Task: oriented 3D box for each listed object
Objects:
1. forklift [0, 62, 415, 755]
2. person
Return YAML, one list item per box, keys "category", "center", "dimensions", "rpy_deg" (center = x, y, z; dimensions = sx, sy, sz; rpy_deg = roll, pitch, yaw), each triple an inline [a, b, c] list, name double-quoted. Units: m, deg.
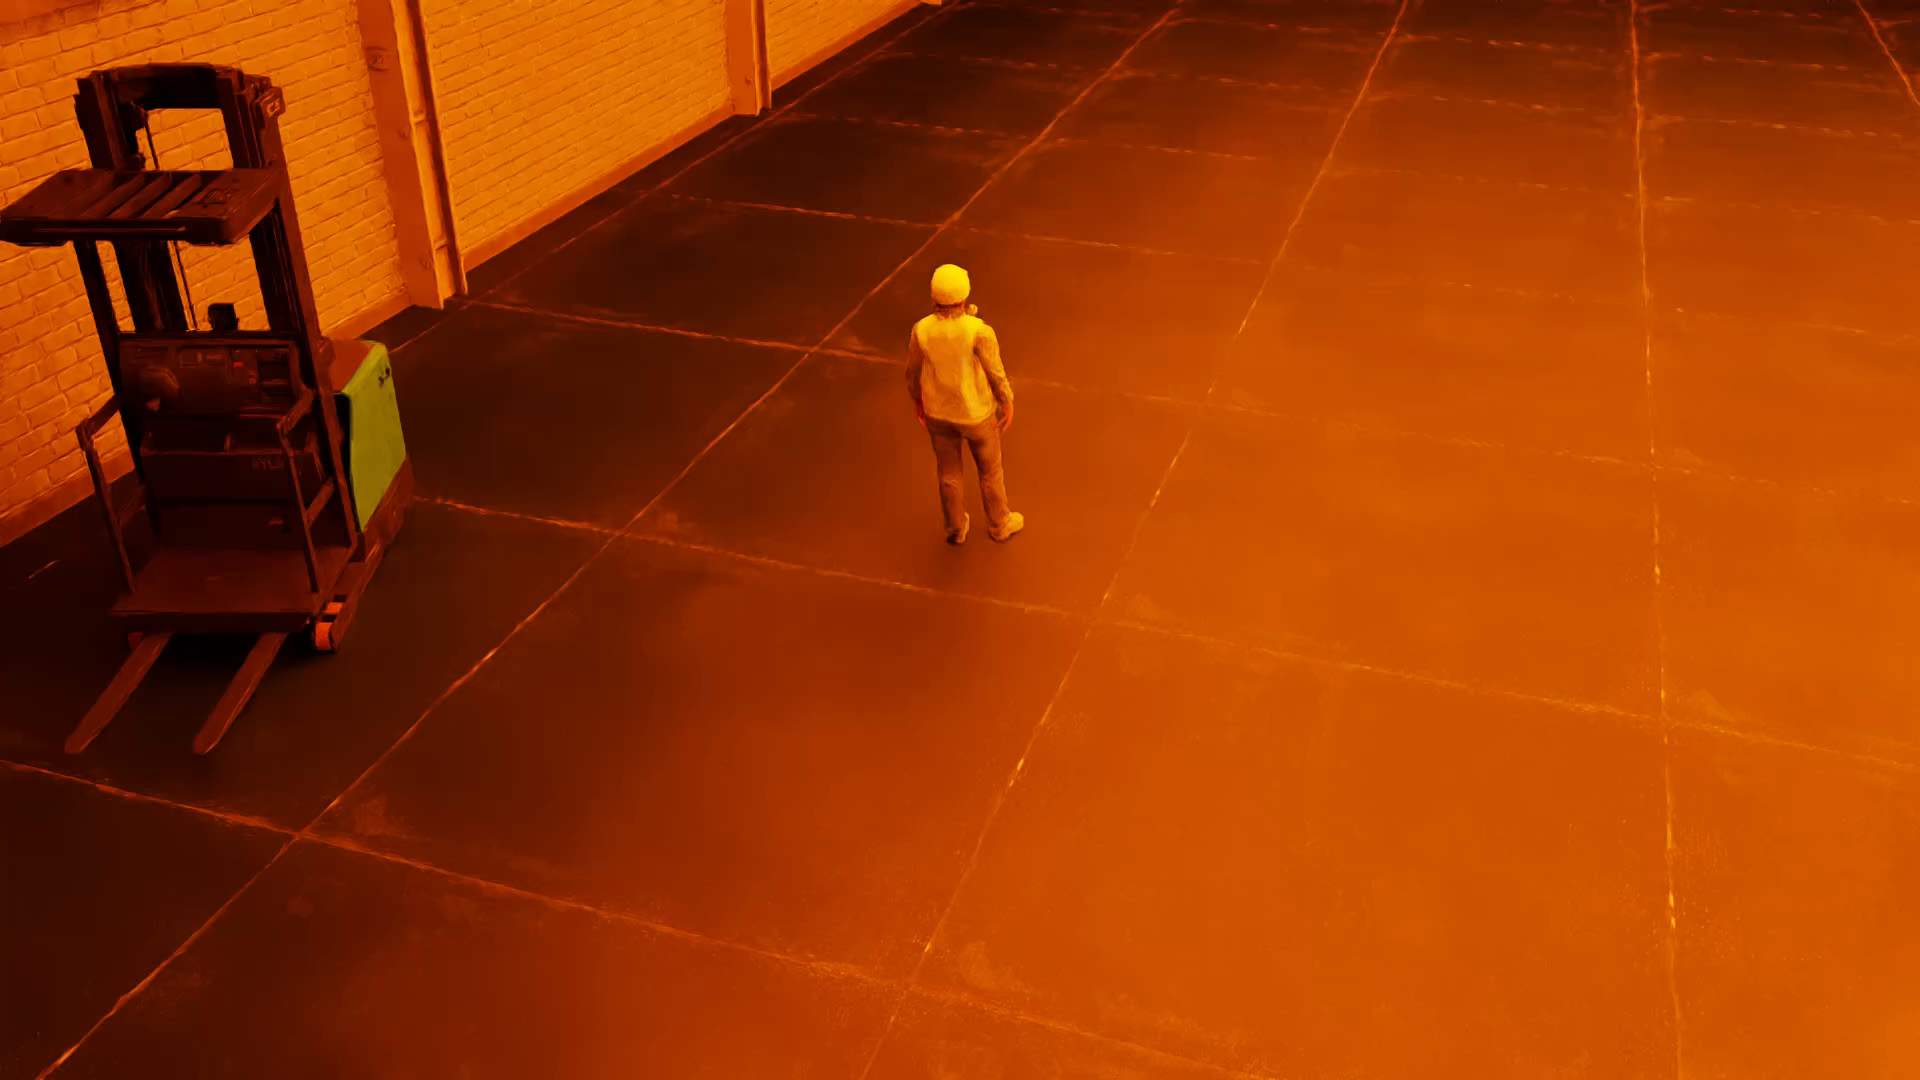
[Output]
- category: "forklift"
  center: [-3.938, -0.819, 8.573]
  dimensions: [1.130, 2.935, 3.031]
  rpy_deg: [-1, 30, -1]
- category: "person"
  center: [0.028, -0.805, 9.702]
  dimensions: [0.632, 1.773, 0.567]
  rpy_deg: [10, 31, 16]
